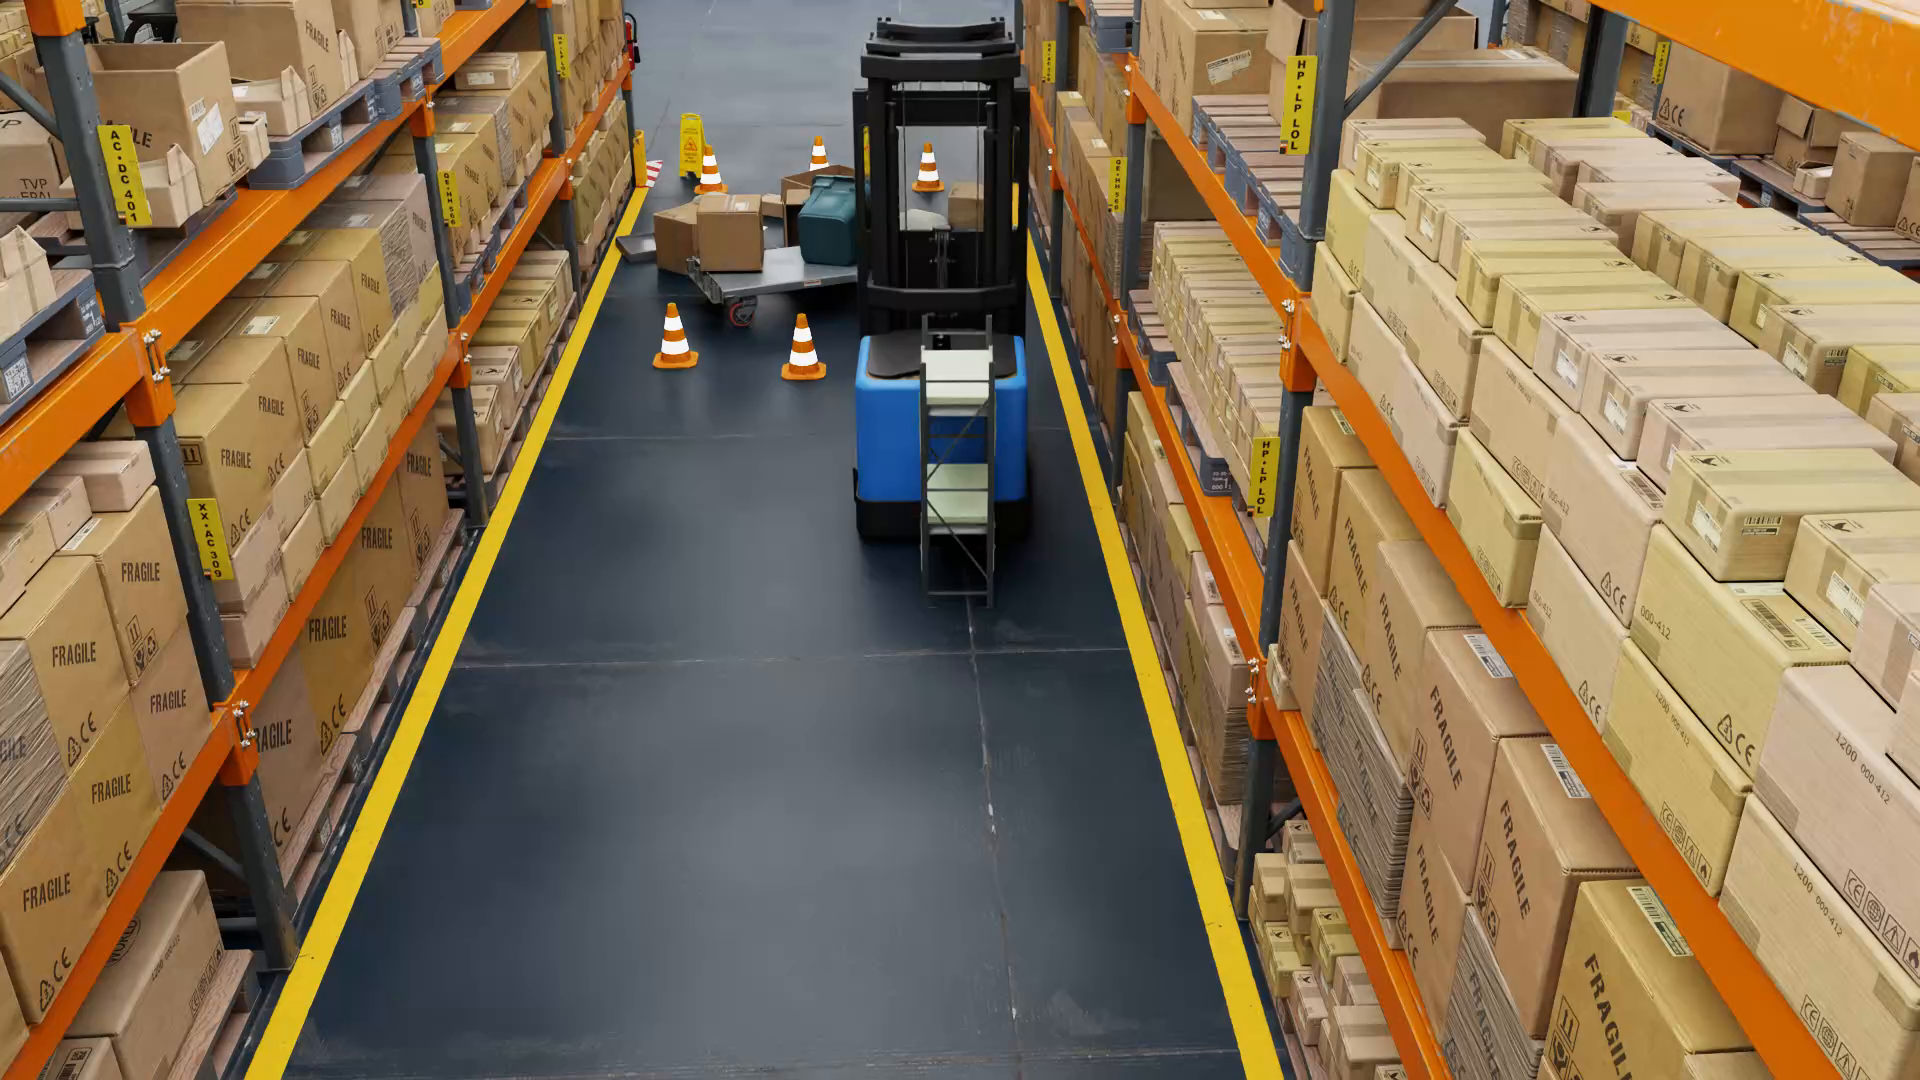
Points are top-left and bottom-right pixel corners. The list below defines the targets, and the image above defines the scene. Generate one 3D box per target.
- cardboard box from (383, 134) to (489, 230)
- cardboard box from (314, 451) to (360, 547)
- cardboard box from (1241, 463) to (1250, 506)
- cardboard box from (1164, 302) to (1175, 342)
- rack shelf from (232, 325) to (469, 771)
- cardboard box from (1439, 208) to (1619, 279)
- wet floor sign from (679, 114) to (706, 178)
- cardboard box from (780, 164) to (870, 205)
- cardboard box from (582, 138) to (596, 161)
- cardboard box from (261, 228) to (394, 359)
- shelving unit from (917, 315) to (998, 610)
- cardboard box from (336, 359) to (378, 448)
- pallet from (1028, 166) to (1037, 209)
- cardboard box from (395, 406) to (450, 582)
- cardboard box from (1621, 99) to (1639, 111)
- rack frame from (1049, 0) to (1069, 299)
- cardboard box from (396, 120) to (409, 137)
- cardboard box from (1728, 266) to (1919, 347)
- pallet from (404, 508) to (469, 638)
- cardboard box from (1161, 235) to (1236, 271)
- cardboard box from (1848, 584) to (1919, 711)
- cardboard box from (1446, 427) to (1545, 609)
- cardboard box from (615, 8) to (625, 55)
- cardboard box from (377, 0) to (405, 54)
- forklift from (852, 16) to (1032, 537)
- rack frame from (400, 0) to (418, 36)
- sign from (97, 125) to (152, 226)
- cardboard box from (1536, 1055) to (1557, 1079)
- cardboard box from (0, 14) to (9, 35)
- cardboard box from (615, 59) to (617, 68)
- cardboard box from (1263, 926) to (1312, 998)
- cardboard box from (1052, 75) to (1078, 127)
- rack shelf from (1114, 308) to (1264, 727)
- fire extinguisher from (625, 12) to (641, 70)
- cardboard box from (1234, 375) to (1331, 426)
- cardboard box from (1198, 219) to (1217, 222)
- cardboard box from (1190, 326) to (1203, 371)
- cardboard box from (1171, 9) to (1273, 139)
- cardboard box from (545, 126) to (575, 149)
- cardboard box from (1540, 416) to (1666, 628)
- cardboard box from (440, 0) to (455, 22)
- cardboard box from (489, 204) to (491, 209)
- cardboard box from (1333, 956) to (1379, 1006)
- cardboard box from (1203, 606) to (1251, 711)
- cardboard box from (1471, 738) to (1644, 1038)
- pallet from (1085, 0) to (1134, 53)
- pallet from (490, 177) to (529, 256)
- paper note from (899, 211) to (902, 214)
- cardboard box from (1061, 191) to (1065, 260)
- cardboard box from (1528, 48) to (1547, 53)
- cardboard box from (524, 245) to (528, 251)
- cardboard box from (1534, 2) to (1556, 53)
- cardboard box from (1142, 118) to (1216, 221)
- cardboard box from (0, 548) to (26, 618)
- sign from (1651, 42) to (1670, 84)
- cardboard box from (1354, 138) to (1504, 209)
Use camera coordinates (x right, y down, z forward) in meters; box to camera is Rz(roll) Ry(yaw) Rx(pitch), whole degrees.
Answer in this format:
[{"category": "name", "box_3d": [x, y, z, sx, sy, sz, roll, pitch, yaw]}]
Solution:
[{"category": "cardboard box", "box_3d": [-3.288, -2.231, 10.400, 0.500, 0.500, 0.500, 0, 28, 0]}, {"category": "cardboard box", "box_3d": [-3.051, -0.187, 7.527, 0.500, 0.250, 0.500, -2, 28, -3]}, {"category": "cardboard box", "box_3d": [1.442, -0.222, 7.250, 0.380, 0.149, 0.250, -1, 28, -3]}, {"category": "cardboard box", "box_3d": [1.327, -1.196, 9.117, 0.380, 0.149, 0.250, 0, 28, 0]}, {"category": "rack shelf", "box_3d": [-3.357, -0.172, 8.115, 1.077, 0.370, 4.000, -1, 28, -3]}, {"category": "cardboard box", "box_3d": [1.511, -0.774, 4.438, 0.380, 0.149, 0.250, -2, 28, -4]}, {"category": "wet floor sign", "box_3d": [-2.821, -4.179, 17.565, 0.267, 0.644, 0.232, 8, 29, 15]}, {"category": "cardboard box", "box_3d": [-1.259, -3.252, 15.942, 0.797, 0.503, 0.637, -23, 35, -37]}, {"category": "cardboard box", "box_3d": [-3.407, -3.425, 14.580, 0.380, 0.149, 0.250, 0, 28, -1]}, {"category": "cardboard box", "box_3d": [-3.119, -1.204, 8.125, 0.500, 0.500, 0.500, -1, 28, -3]}, {"category": "shelving unit", "box_3d": [-0.015, -0.441, 9.474, 0.431, 1.500, 0.755, 0, 28, 0]}, {"category": "cardboard box", "box_3d": [-3.077, -0.640, 7.855, 0.500, 0.250, 0.500, -2, 28, -4]}, {"category": "pallet", "box_3d": [1.179, -3.672, 17.062, 1.003, 0.211, 1.213, -1, 28, -3]}, {"category": "cardboard box", "box_3d": [-3.508, -0.338, 9.498, 0.875, 0.875, 0.875, -2, 28, -3]}, {"category": "cardboard box", "box_3d": [5.965, -3.715, 14.400, 0.380, 0.149, 0.250, -1, 28, -3]}, {"category": "rack frame", "box_3d": [1.268, -3.428, 13.580, 1.000, 3.000, 0.127, -1, 28, -3]}, {"category": "cardboard box", "box_3d": [-3.828, -2.452, 10.824, 0.500, 0.500, 0.500, -3, 28, -6]}, {"category": "cardboard box", "box_3d": [2.102, -0.545, 3.998, 0.380, 0.149, 0.250, -2, 28, -4]}, {"category": "pallet", "box_3d": [-3.496, 0.187, 9.662, 1.003, 0.211, 1.213, -1, 28, -3]}, {"category": "cardboard box", "box_3d": [1.324, -1.578, 9.205, 0.380, 0.149, 0.250, -2, 28, -4]}, {"category": "cardboard box", "box_3d": [1.647, 0.189, 2.590, 0.380, 0.149, 0.250, -1, 28, -2]}, {"category": "cardboard box", "box_3d": [1.512, -0.064, 4.047, 0.500, 0.250, 0.500, 0, 28, 0]}, {"category": "cardboard box", "box_3d": [-3.576, -5.042, 16.243, 0.500, 0.500, 0.500, -2, 28, -4]}, {"category": "cardboard box", "box_3d": [-3.291, -2.806, 8.578, 0.797, 0.503, 0.637, -3, 28, -6]}, {"category": "forklift", "box_3d": [-0.115, -1.955, 10.829, 1.130, 2.935, 3.031, 0, 28, 0]}, {"category": "rack frame", "box_3d": [-3.461, -4.075, 8.332, 1.000, 3.000, 0.127, -1, 28, -3]}, {"category": "sign", "box_3d": [-2.698, -1.176, 5.373, 0.100, 0.325, 0.005, -1, 28, -3]}, {"category": "cardboard box", "box_3d": [1.592, 1.498, 3.705, 0.500, 0.500, 0.500, -2, 28, -3]}, {"category": "cardboard box", "box_3d": [-8.525, -4.466, 14.439, 0.380, 0.149, 0.250, -1, 28, -2]}, {"category": "cardboard box", "box_3d": [-3.530, -4.597, 16.092, 0.380, 0.149, 0.250, -2, 28, -4]}, {"category": "cardboard box", "box_3d": [1.397, 1.643, 6.485, 0.380, 0.149, 0.250, -1, 28, -1]}, {"category": "cardboard box", "box_3d": [1.236, -3.665, 13.871, 0.875, 0.550, 0.550, -1, 28, -3]}, {"category": "rack shelf", "box_3d": [1.581, -0.338, 8.433, 1.077, 0.370, 4.000, -1, 28, -3]}, {"category": "fire extinguisher", "box_3d": [-3.425, -5.139, 16.943, 0.296, 0.674, 0.183, -1, 28, -3]}, {"category": "cardboard box", "box_3d": [1.429, -0.618, 7.365, 0.380, 0.149, 0.250, -1, 28, -3]}, {"category": "cardboard box", "box_3d": [1.723, -1.839, 10.425, 0.500, 0.500, 0.500, -1, 28, -2]}, {"category": "cardboard box", "box_3d": [1.370, -0.965, 8.352, 0.380, 0.149, 0.250, -2, 28, -3]}, {"category": "cardboard box", "box_3d": [1.305, -2.224, 7.918, 0.500, 0.500, 0.500, -1, 28, -3]}, {"category": "cardboard box", "box_3d": [-3.366, -3.304, 13.613, 0.380, 0.149, 0.250, -2, 28, -3]}, {"category": "cardboard box", "box_3d": [1.564, -0.051, 3.482, 0.500, 0.250, 0.500, -1, 28, -2]}, {"category": "cardboard box", "box_3d": [-3.570, -3.494, 10.351, 0.797, 0.503, 0.637, -1, 28, -3]}, {"category": "cardboard box", "box_3d": [-3.380, -2.270, 11.175, 0.380, 0.149, 0.250, 0, 28, -1]}, {"category": "cardboard box", "box_3d": [1.550, 1.608, 5.908, 0.380, 0.149, 0.250, -2, 28, -4]}, {"category": "cardboard box", "box_3d": [1.394, 0.518, 7.451, 0.500, 0.250, 0.500, -2, 28, -4]}, {"category": "cardboard box", "box_3d": [1.559, 0.815, 3.933, 0.500, 0.500, 0.500, 0, 28, 0]}, {"category": "pallet", "box_3d": [1.390, -3.123, 9.955, 1.213, 0.211, 1.003, 0, 28, 0]}, {"category": "pallet", "box_3d": [-3.606, -2.243, 11.514, 1.003, 0.211, 1.213, -1, 28, -3]}, {"category": "paper note", "box_3d": [-0.557, -3.212, 16.378, 0.144, 0.017, 0.142, 8, 29, 15]}, {"category": "cardboard box", "box_3d": [1.305, -2.965, 14.534, 0.875, 0.875, 0.875, -1, 28, -2]}, {"category": "cardboard box", "box_3d": [5.820, -4.753, 16.391, 0.380, 0.149, 0.250, -1, 28, -3]}, {"category": "cardboard box", "box_3d": [-3.970, -2.496, 14.311, 0.500, 0.250, 0.500, 0, 28, 0]}, {"category": "cardboard box", "box_3d": [6.165, -5.042, 16.244, 0.875, 0.500, 0.500, -1, 28, -3]}, {"category": "cardboard box", "box_3d": [1.463, -2.276, 10.181, 0.700, 0.500, 0.500, -2, 28, -3]}, {"category": "cardboard box", "box_3d": [-2.979, 0.148, 4.832, 0.380, 0.149, 0.250, -2, 28, -3]}, {"category": "sign", "box_3d": [5.685, -3.869, 13.488, 0.100, 0.325, 0.005, -1, 28, -3]}, {"category": "cardboard box", "box_3d": [1.440, -1.129, 5.118, 0.380, 0.149, 0.250, -3, 28, -5]}]
